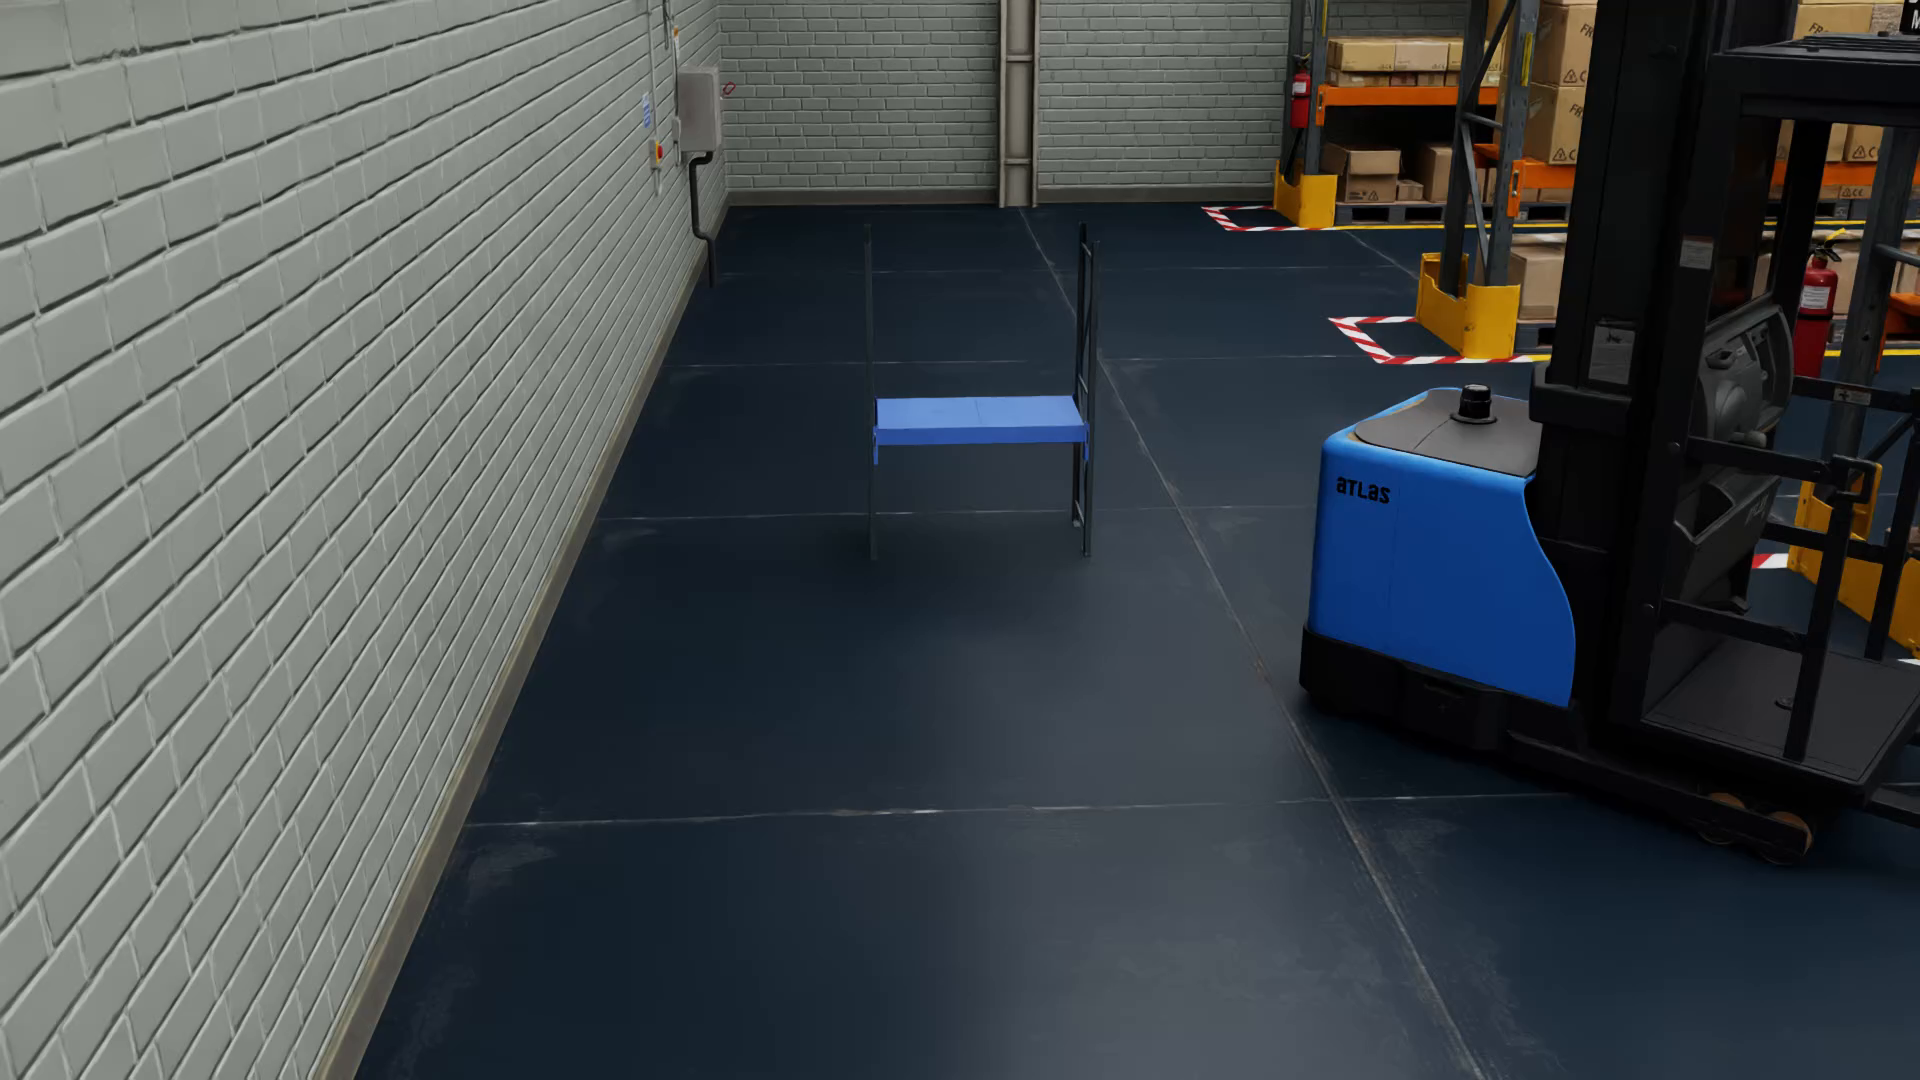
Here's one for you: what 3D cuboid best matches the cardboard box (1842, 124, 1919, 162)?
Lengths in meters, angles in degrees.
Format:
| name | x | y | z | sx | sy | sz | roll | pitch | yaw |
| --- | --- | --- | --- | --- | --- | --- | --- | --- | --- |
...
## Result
| name | x | y | z | sx | sy | sz | roll | pitch | yaw |
| --- | --- | --- | --- | --- | --- | --- | --- | --- | --- |
| cardboard box | 6.150 | -2.848 | 11.244 | 0.500 | 0.500 | 0.500 | -1 | 21 | -4 |

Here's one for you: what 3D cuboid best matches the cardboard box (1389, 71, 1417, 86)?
| name | x | y | z | sx | sy | sz | roll | pitch | yaw |
| --- | --- | --- | --- | --- | --- | --- | --- | --- | --- |
| cardboard box | 4.188 | -4.442 | 15.926 | 0.250 | 0.149 | 0.380 | -1 | 21 | -4 |

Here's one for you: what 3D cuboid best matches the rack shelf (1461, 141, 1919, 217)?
| name | x | y | z | sx | sy | sz | roll | pitch | yaw |
| --- | --- | --- | --- | --- | --- | --- | --- | --- | --- |
| rack shelf | 5.617 | -2.552 | 11.620 | 4.000 | 0.370 | 1.077 | -1 | 21 | -3 |

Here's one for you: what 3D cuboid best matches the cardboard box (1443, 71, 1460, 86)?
| name | x | y | z | sx | sy | sz | roll | pitch | yaw |
| --- | --- | --- | --- | --- | --- | --- | --- | --- | --- |
| cardboard box | 4.709 | -4.433 | 15.901 | 0.250 | 0.149 | 0.380 | -1 | 21 | -2 |

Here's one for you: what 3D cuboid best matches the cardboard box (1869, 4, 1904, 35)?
| name | x | y | z | sx | sy | sz | roll | pitch | yaw |
| --- | --- | --- | --- | --- | --- | --- | --- | --- | --- |
| cardboard box | 6.143 | -3.314 | 11.065 | 0.500 | 0.500 | 0.500 | -1 | 21 | -2 |

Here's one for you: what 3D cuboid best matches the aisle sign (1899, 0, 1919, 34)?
| name | x | y | z | sx | sy | sz | roll | pitch | yaw |
| --- | --- | --- | --- | --- | --- | --- | --- | --- | --- |
| aisle sign | 3.913 | -2.411 | 6.585 | 0.004 | 0.787 | 0.394 | -1 | 21 | -3 |

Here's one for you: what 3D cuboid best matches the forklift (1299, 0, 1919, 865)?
| name | x | y | z | sx | sy | sz | roll | pitch | yaw |
| --- | --- | --- | --- | --- | --- | --- | --- | --- | --- |
| forklift | 2.767 | -0.533 | 5.403 | 3.031 | 2.935 | 1.130 | 17 | 27 | 37 |

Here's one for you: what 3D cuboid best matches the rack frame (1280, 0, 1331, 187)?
| name | x | y | z | sx | sy | sz | roll | pitch | yaw |
| --- | --- | --- | --- | --- | --- | --- | --- | --- | --- |
| rack frame | 3.333 | -4.611 | 16.016 | 0.127 | 3.000 | 1.000 | -1 | 21 | -3 |

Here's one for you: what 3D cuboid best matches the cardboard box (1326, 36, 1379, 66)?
| name | x | y | z | sx | sy | sz | roll | pitch | yaw |
| --- | --- | --- | --- | --- | --- | --- | --- | --- | --- |
| cardboard box | 3.777 | -4.784 | 16.262 | 0.500 | 0.250 | 0.500 | -1 | 21 | -1 |

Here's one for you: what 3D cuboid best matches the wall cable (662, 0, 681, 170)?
| name | x | y | z | sx | sy | sz | roll | pitch | yaw |
| --- | --- | --- | --- | --- | --- | --- | --- | --- | --- |
| wall cable | -2.101 | -3.703 | 12.204 | 0.122 | 1.984 | 0.588 | -1 | 21 | -3 |

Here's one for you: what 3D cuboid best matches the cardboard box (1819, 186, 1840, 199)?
| name | x | y | z | sx | sy | sz | roll | pitch | yaw |
| --- | --- | --- | --- | --- | --- | --- | --- | --- | --- |
| cardboard box | 8.353 | -3.664 | 16.453 | 0.500 | 0.500 | 0.500 | -1 | 21 | -4 |

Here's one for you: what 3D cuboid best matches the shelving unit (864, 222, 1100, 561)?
| name | x | y | z | sx | sy | sz | roll | pitch | yaw |
| --- | --- | --- | --- | --- | --- | --- | --- | --- | --- |
| shelving unit | 0.085 | -0.703 | 7.859 | 1.048 | 1.500 | 0.538 | -1 | 21 | -3 |

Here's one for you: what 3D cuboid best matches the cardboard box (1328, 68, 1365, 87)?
| name | x | y | z | sx | sy | sz | roll | pitch | yaw |
| --- | --- | --- | --- | --- | --- | --- | --- | --- | --- |
| cardboard box | 3.677 | -4.403 | 15.822 | 0.250 | 0.149 | 0.380 | -1 | 21 | -3 |

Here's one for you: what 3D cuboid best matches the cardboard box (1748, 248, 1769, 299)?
| name | x | y | z | sx | sy | sz | roll | pitch | yaw |
| --- | --- | --- | --- | --- | --- | --- | --- | --- | --- |
| cardboard box | 5.186 | -1.917 | 11.951 | 0.875 | 0.438 | 0.875 | -1 | 21 | -2 |

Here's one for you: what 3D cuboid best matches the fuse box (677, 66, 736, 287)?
| name | x | y | z | sx | sy | sz | roll | pitch | yaw |
| --- | --- | --- | --- | --- | --- | --- | --- | --- | --- |
| fuse box | -1.983 | -2.872 | 13.260 | 0.414 | 1.711 | 0.539 | -1 | 21 | -3 |

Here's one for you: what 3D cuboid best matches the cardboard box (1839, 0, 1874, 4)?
| name | x | y | z | sx | sy | sz | roll | pitch | yaw |
| --- | --- | --- | --- | --- | --- | --- | --- | --- | --- |
| cardboard box | 5.800 | -3.613 | 10.938 | 0.250 | 0.149 | 0.380 | -1 | 21 | -3 |

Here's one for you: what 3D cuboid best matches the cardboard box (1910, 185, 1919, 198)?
| name | x | y | z | sx | sy | sz | roll | pitch | yaw |
| --- | --- | --- | --- | --- | --- | --- | --- | --- | --- |
| cardboard box | 9.370 | -3.681 | 16.498 | 0.500 | 0.500 | 0.500 | -2 | 21 | -5 |

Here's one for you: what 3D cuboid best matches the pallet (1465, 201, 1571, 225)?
| name | x | y | z | sx | sy | sz | roll | pitch | yaw |
| --- | --- | --- | --- | --- | --- | --- | --- | --- | --- |
| pallet | 5.420 | -3.349 | 16.622 | 1.213 | 0.211 | 1.003 | -1 | 21 | -3 |

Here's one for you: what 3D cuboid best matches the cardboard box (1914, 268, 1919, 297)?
| name | x | y | z | sx | sy | sz | roll | pitch | yaw |
| --- | --- | --- | --- | --- | --- | --- | --- | --- | --- |
| cardboard box | 4.313 | -1.081 | 7.098 | 0.250 | 0.149 | 0.380 | -1 | 21 | -3 |

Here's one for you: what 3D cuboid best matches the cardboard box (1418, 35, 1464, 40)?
| name | x | y | z | sx | sy | sz | roll | pitch | yaw |
| --- | --- | --- | --- | --- | --- | --- | --- | --- | --- |
| cardboard box | 4.786 | -4.802 | 16.311 | 0.500 | 0.250 | 0.500 | -1 | 21 | -1 |

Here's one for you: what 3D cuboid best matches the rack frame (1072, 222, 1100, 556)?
| name | x | y | z | sx | sy | sz | roll | pitch | yaw |
| --- | --- | --- | --- | --- | --- | --- | --- | --- | --- |
| rack frame | 0.593 | -0.713 | 7.886 | 0.032 | 1.500 | 0.500 | -1 | 21 | -3 |

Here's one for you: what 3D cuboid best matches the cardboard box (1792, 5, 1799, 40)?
| name | x | y | z | sx | sy | sz | roll | pitch | yaw |
| --- | --- | --- | --- | --- | --- | --- | --- | --- | --- |
| cardboard box | 5.144 | -3.297 | 11.018 | 0.500 | 0.500 | 0.500 | -1 | 21 | -3 |

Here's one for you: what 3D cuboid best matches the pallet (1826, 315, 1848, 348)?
| name | x | y | z | sx | sy | sz | roll | pitch | yaw |
| --- | --- | --- | --- | --- | --- | --- | --- | --- | --- |
| pallet | 5.629 | -1.612 | 12.059 | 1.213 | 0.211 | 1.003 | -1 | 21 | -3 |

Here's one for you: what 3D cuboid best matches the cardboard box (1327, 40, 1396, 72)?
| name | x | y | z | sx | sy | sz | roll | pitch | yaw |
| --- | --- | --- | --- | --- | --- | --- | --- | --- | --- |
| cardboard box | 3.801 | -4.593 | 15.763 | 0.500 | 0.250 | 0.500 | -1 | 21 | -3 |

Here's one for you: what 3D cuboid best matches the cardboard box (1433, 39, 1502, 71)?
| name | x | y | z | sx | sy | sz | roll | pitch | yaw |
| --- | --- | --- | --- | --- | --- | --- | --- | --- | --- |
| cardboard box | 4.810 | -4.615 | 15.820 | 0.500 | 0.250 | 0.500 | -2 | 21 | -4 |

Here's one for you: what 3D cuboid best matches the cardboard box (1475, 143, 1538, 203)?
| name | x | y | z | sx | sy | sz | roll | pitch | yaw |
| --- | --- | --- | --- | --- | --- | --- | --- | --- | --- |
| cardboard box | 5.338 | -3.597 | 16.275 | 0.500 | 0.500 | 0.500 | -1 | 21 | -2 |

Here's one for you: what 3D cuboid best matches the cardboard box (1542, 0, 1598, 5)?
| name | x | y | z | sx | sy | sz | roll | pitch | yaw |
| --- | --- | --- | --- | --- | --- | --- | --- | --- | --- |
| cardboard box | 3.990 | -3.574 | 10.835 | 0.250 | 0.149 | 0.380 | -1 | 21 | -2 |

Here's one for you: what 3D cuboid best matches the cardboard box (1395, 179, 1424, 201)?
| name | x | y | z | sx | sy | sz | roll | pitch | yaw |
| --- | --- | --- | --- | --- | --- | --- | --- | --- | --- |
| cardboard box | 4.375 | -3.448 | 16.379 | 0.250 | 0.149 | 0.380 | -2 | 21 | -5 |

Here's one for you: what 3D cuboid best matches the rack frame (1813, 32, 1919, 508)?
| name | x | y | z | sx | sy | sz | roll | pitch | yaw |
| --- | --- | --- | --- | --- | --- | --- | --- | --- | --- |
| rack frame | 4.003 | -1.091 | 6.772 | 0.127 | 3.000 | 1.000 | -1 | 21 | -3 |

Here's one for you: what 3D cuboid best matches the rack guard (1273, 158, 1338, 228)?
| name | x | y | z | sx | sy | sz | roll | pitch | yaw |
| --- | --- | --- | --- | --- | --- | --- | --- | --- | --- |
| rack guard | 3.409 | -3.444 | 16.465 | 0.348 | 0.500 | 1.175 | -1 | 21 | -3 |

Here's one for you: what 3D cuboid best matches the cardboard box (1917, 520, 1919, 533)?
| name | x | y | z | sx | sy | sz | roll | pitch | yaw |
| --- | --- | --- | --- | --- | --- | --- | --- | --- | --- |
| cardboard box | 4.517 | -0.040 | 7.427 | 0.250 | 0.149 | 0.380 | -1 | 21 | -2 |

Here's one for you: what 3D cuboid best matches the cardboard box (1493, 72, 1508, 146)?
| name | x | y | z | sx | sy | sz | roll | pitch | yaw |
| --- | --- | --- | --- | --- | --- | --- | --- | --- | --- |
| cardboard box | 4.086 | -2.998 | 11.640 | 0.500 | 0.500 | 0.500 | -1 | 21 | -3 |

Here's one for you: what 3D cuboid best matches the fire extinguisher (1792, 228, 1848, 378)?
| name | x | y | z | sx | sy | sz | roll | pitch | yaw |
| --- | --- | --- | --- | --- | --- | --- | --- | --- | --- |
| fire extinguisher | 3.726 | -1.040 | 7.269 | 0.183 | 0.674 | 0.296 | -1 | 21 | -3 |

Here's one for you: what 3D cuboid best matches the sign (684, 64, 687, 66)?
| name | x | y | z | sx | sy | sz | roll | pitch | yaw |
| --- | --- | --- | --- | --- | --- | --- | --- | --- | --- |
| sign | -2.217 | -3.601 | 13.497 | 0.001 | 0.494 | 0.329 | -1 | 21 | -3 |

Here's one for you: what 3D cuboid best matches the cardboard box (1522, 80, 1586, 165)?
| name | x | y | z | sx | sy | sz | roll | pitch | yaw |
| --- | --- | --- | --- | --- | --- | --- | --- | --- | --- |
| cardboard box | 4.116 | -2.802 | 11.125 | 0.500 | 0.500 | 0.500 | -1 | 21 | -3 |

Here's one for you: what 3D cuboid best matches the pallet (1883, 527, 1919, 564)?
| name | x | y | z | sx | sy | sz | roll | pitch | yaw |
| --- | --- | --- | --- | --- | --- | --- | --- | --- | --- |
| pallet | 4.892 | 0.206 | 7.283 | 1.213 | 0.211 | 1.003 | -1 | 21 | -3 |

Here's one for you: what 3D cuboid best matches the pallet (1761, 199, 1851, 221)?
| name | x | y | z | sx | sy | sz | roll | pitch | yaw |
| --- | --- | --- | --- | --- | --- | --- | --- | --- | --- |
| pallet | 8.136 | -3.419 | 16.804 | 1.213 | 0.211 | 1.003 | -1 | 21 | -3 |

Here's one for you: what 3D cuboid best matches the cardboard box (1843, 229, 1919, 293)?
| name | x | y | z | sx | sy | sz | roll | pitch | yaw |
| --- | --- | --- | --- | --- | --- | --- | --- | --- | --- |
| cardboard box | 6.980 | -1.953 | 12.046 | 0.875 | 0.438 | 0.875 | -1 | 21 | -4 |

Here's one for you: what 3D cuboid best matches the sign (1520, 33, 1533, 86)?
| name | x | y | z | sx | sy | sz | roll | pitch | yaw |
| --- | --- | --- | --- | --- | --- | --- | --- | --- | --- |
| sign | 3.646 | -3.092 | 10.699 | 0.005 | 0.325 | 0.100 | -1 | 21 | -3 |

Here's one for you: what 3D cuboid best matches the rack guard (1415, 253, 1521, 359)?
| name | x | y | z | sx | sy | sz | roll | pitch | yaw |
| --- | --- | --- | --- | --- | --- | --- | --- | --- | --- |
| rack guard | 3.596 | -1.679 | 11.829 | 0.348 | 0.500 | 1.175 | -1 | 21 | -3 |
